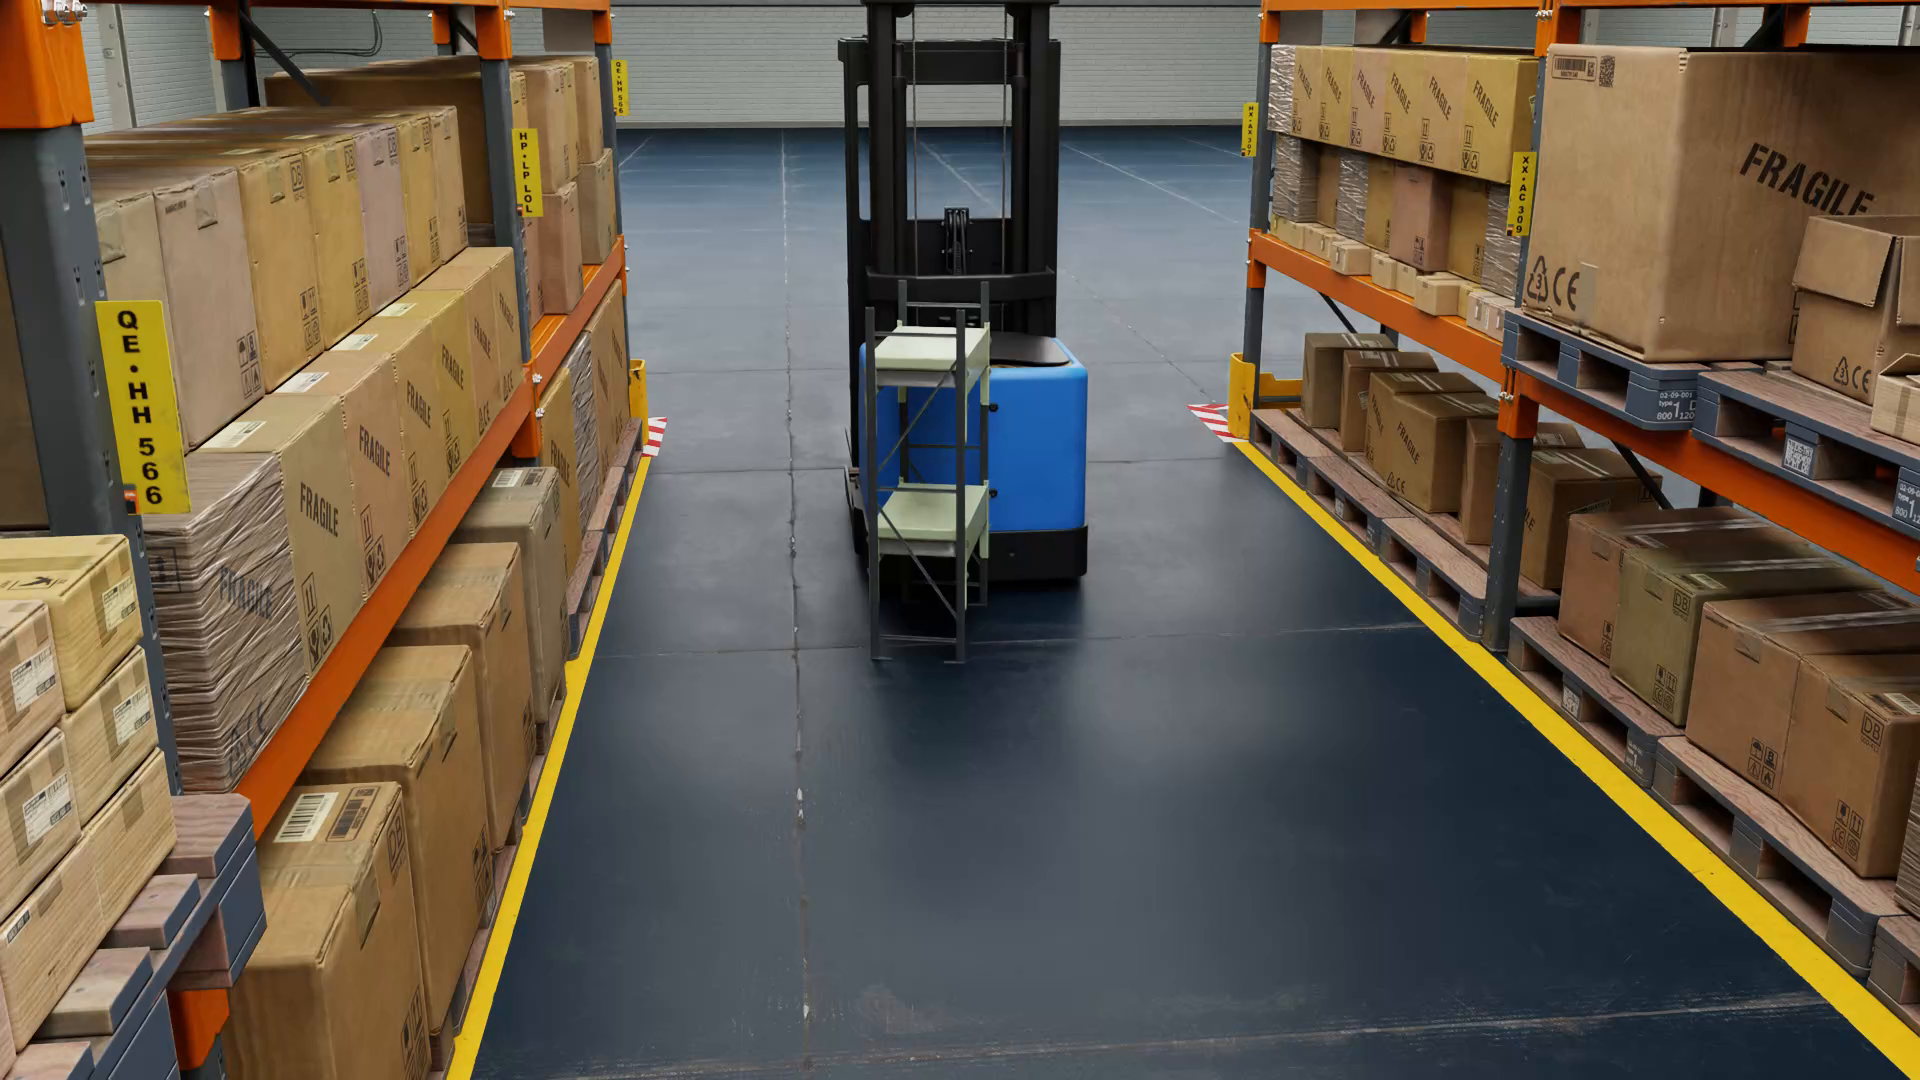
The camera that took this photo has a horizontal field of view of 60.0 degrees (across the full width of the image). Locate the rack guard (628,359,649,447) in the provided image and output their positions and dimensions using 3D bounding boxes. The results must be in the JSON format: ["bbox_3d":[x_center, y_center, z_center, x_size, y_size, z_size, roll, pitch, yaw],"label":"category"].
[{"bbox_3d":[-2.592,-0.859,10.580,1.175,0.500,0.348,-2,18,-6],"label":"rack guard"}]

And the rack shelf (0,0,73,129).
[{"bbox_3d":[-1.558,-0.153,0.351,1.077,0.370,4.000,-2,18,-6],"label":"rack shelf"}]

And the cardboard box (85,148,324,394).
[{"bbox_3d":[-1.910,-0.624,3.819,0.700,0.500,0.500,-2,18,-6],"label":"cardboard box"}]

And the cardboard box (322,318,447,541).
[{"bbox_3d":[-1.698,-0.301,4.462,0.500,0.500,0.500,-2,18,-6],"label":"cardboard box"}]

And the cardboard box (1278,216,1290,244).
[{"bbox_3d":[2.153,-1.881,10.079,0.380,0.149,0.250,-2,18,-6],"label":"cardboard box"}]

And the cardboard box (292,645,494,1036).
[{"bbox_3d":[-1.831,0.767,4.281,1.050,0.750,0.750,-2,17,-5],"label":"cardboard box"}]

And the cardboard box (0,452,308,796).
[{"bbox_3d":[-1.542,0.149,3.028,0.500,0.500,0.500,-2,17,-5],"label":"cardboard box"}]

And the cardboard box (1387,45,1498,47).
[{"bbox_3d":[2.714,-2.530,9.394,0.500,0.500,0.500,-2,18,-6],"label":"cardboard box"}]

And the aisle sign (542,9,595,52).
[{"bbox_3d":[-2.299,-3.315,9.890,0.394,0.787,0.004,-2,18,-6],"label":"aisle sign"}]

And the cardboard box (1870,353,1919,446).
[{"bbox_3d":[2.739,-0.409,4.496,0.396,0.266,0.258,-2,18,-7],"label":"cardboard box"}]

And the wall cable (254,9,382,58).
[{"bbox_3d":[-15.347,-12.709,39.320,3.097,2.526,0.112,-2,18,-6],"label":"wall cable"}]

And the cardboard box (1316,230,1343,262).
[{"bbox_3d":[2.229,-1.657,9.367,0.380,0.149,0.250,-2,18,-6],"label":"cardboard box"}]

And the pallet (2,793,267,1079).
[{"bbox_3d":[-1.585,0.639,1.953,1.213,0.211,1.003,-2,18,-6],"label":"pallet"}]

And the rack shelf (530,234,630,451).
[{"bbox_3d":[-2.383,-1.106,8.392,1.077,0.370,4.000,-2,18,-6],"label":"rack shelf"}]

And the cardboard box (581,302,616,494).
[{"bbox_3d":[-2.361,-0.769,8.966,0.875,0.875,0.875,-2,18,-7],"label":"cardboard box"}]

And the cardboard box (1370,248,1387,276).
[{"bbox_3d":[2.363,-1.435,8.661,0.380,0.149,0.250,-2,18,-6],"label":"cardboard box"}]

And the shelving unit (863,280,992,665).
[{"bbox_3d":[-0.125,-0.309,7.157,0.431,1.500,0.755,3,18,8],"label":"shelving unit"}]

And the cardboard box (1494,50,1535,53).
[{"bbox_3d":[2.869,-2.083,7.970,0.500,0.500,0.500,-2,18,-6],"label":"cardboard box"}]

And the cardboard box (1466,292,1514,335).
[{"bbox_3d":[2.436,-0.986,7.229,0.380,0.149,0.250,-2,18,-6],"label":"cardboard box"}]

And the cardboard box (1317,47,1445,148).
[{"bbox_3d":[2.237,-2.364,8.867,0.500,0.500,0.500,-2,18,-6],"label":"cardboard box"}]

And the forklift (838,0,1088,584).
[{"bbox_3d":[-0.068,-1.586,8.836,1.130,2.935,3.031,-2,18,-6],"label":"forklift"}]

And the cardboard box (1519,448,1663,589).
[{"bbox_3d":[2.765,-0.104,7.474,0.500,0.500,0.500,-2,18,-7],"label":"cardboard box"}]

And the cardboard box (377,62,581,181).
[{"bbox_3d":[-2.335,-2.034,8.094,0.875,0.550,0.500,-2,18,-6],"label":"cardboard box"}]

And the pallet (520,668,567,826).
[{"bbox_3d":[-2.023,0.705,6.079,1.003,0.211,1.213,-2,18,-6],"label":"pallet"}]

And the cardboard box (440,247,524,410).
[{"bbox_3d":[-1.857,-0.754,5.903,0.500,0.500,0.500,-2,18,-6],"label":"cardboard box"}]

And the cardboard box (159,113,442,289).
[{"bbox_3d":[-2.065,-1.077,5.263,0.700,0.500,0.500,-2,18,-7],"label":"cardboard box"}]

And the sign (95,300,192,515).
[{"bbox_3d":[-1.226,-0.196,2.491,0.100,0.325,0.005,-2,18,-6],"label":"sign"}]

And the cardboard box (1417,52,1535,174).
[{"bbox_3d":[2.394,-1.917,7.444,0.500,0.500,0.500,-2,18,-6],"label":"cardboard box"}]

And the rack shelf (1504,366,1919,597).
[{"bbox_3d":[2.973,-0.037,4.988,1.077,0.370,4.000,-2,18,-6],"label":"rack shelf"}]

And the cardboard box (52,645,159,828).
[{"bbox_3d":[-1.261,0.249,2.097,0.380,0.149,0.250,-1,17,-5],"label":"cardboard box"}]

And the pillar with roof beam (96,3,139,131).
[{"bbox_3d":[-11.458,-11.618,30.659,9.100,9.000,0.400,-2,18,-6],"label":"pillar with roof beam"}]

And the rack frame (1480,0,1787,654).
[{"bbox_3d":[2.767,-0.976,6.779,1.000,3.000,0.127,-2,18,-6],"label":"rack frame"}]

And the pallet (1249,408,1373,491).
[{"bbox_3d":[2.411,-0.572,10.146,1.003,0.211,1.213,-2,18,-6],"label":"pallet"}]

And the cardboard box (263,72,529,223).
[{"bbox_3d":[-2.181,-1.551,6.556,0.875,0.550,0.550,-2,18,-6],"label":"cardboard box"}]

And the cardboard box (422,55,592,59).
[{"bbox_3d":[-2.590,-2.520,9.642,0.875,0.550,0.550,-2,18,-6],"label":"cardboard box"}]

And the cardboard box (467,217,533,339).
[{"bbox_3d":[-2.227,-1.034,6.713,0.875,0.550,0.550,-2,18,-6],"label":"cardboard box"}]

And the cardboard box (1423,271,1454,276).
[{"bbox_3d":[2.439,-1.212,7.949,0.380,0.149,0.250,-2,18,-6],"label":"cardboard box"}]

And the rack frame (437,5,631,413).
[{"bbox_3d":[-2.590,-2.045,10.182,1.000,3.000,0.127,-2,18,-6],"label":"rack frame"}]

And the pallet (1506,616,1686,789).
[{"bbox_3d":[2.849,0.586,6.458,1.003,0.211,1.213,-2,18,-6],"label":"pallet"}]

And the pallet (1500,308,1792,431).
[{"bbox_3d":[2.701,-0.652,6.068,1.003,0.211,1.213,-2,18,-6],"label":"pallet"}]

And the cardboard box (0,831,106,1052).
[{"bbox_3d":[-1.233,0.465,1.906,0.380,0.149,0.250,-2,18,-6],"label":"cardboard box"}]

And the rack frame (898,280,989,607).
[{"bbox_3d":[-0.072,-0.417,7.503,0.400,1.500,0.023,3,18,8],"label":"rack frame"}]

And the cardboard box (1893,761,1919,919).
[{"bbox_3d":[3.020,0.834,4.450,0.700,0.500,0.500,-3,18,-10],"label":"cardboard box"}]

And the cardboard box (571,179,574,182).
[{"bbox_3d":[-2.495,-1.673,8.749,0.875,0.550,0.550,-2,18,-6],"label":"cardboard box"}]

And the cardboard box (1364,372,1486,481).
[{"bbox_3d":[2.543,-0.625,9.132,0.500,0.500,0.500,0,17,0],"label":"cardboard box"}]

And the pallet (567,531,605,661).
[{"bbox_3d":[-2.178,0.248,7.533,1.003,0.211,1.213,-2,18,-6],"label":"pallet"}]

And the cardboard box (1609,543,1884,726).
[{"bbox_3d":[2.839,0.333,6.048,0.700,0.500,0.500,-2,18,-6],"label":"cardboard box"}]

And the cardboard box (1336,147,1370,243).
[{"bbox_3d":[2.563,-1.897,9.049,0.875,0.500,0.500,-2,18,-6],"label":"cardboard box"}]

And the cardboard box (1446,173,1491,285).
[{"bbox_3d":[2.765,-1.452,7.630,0.875,0.500,0.500,-2,18,-6],"label":"cardboard box"}]
